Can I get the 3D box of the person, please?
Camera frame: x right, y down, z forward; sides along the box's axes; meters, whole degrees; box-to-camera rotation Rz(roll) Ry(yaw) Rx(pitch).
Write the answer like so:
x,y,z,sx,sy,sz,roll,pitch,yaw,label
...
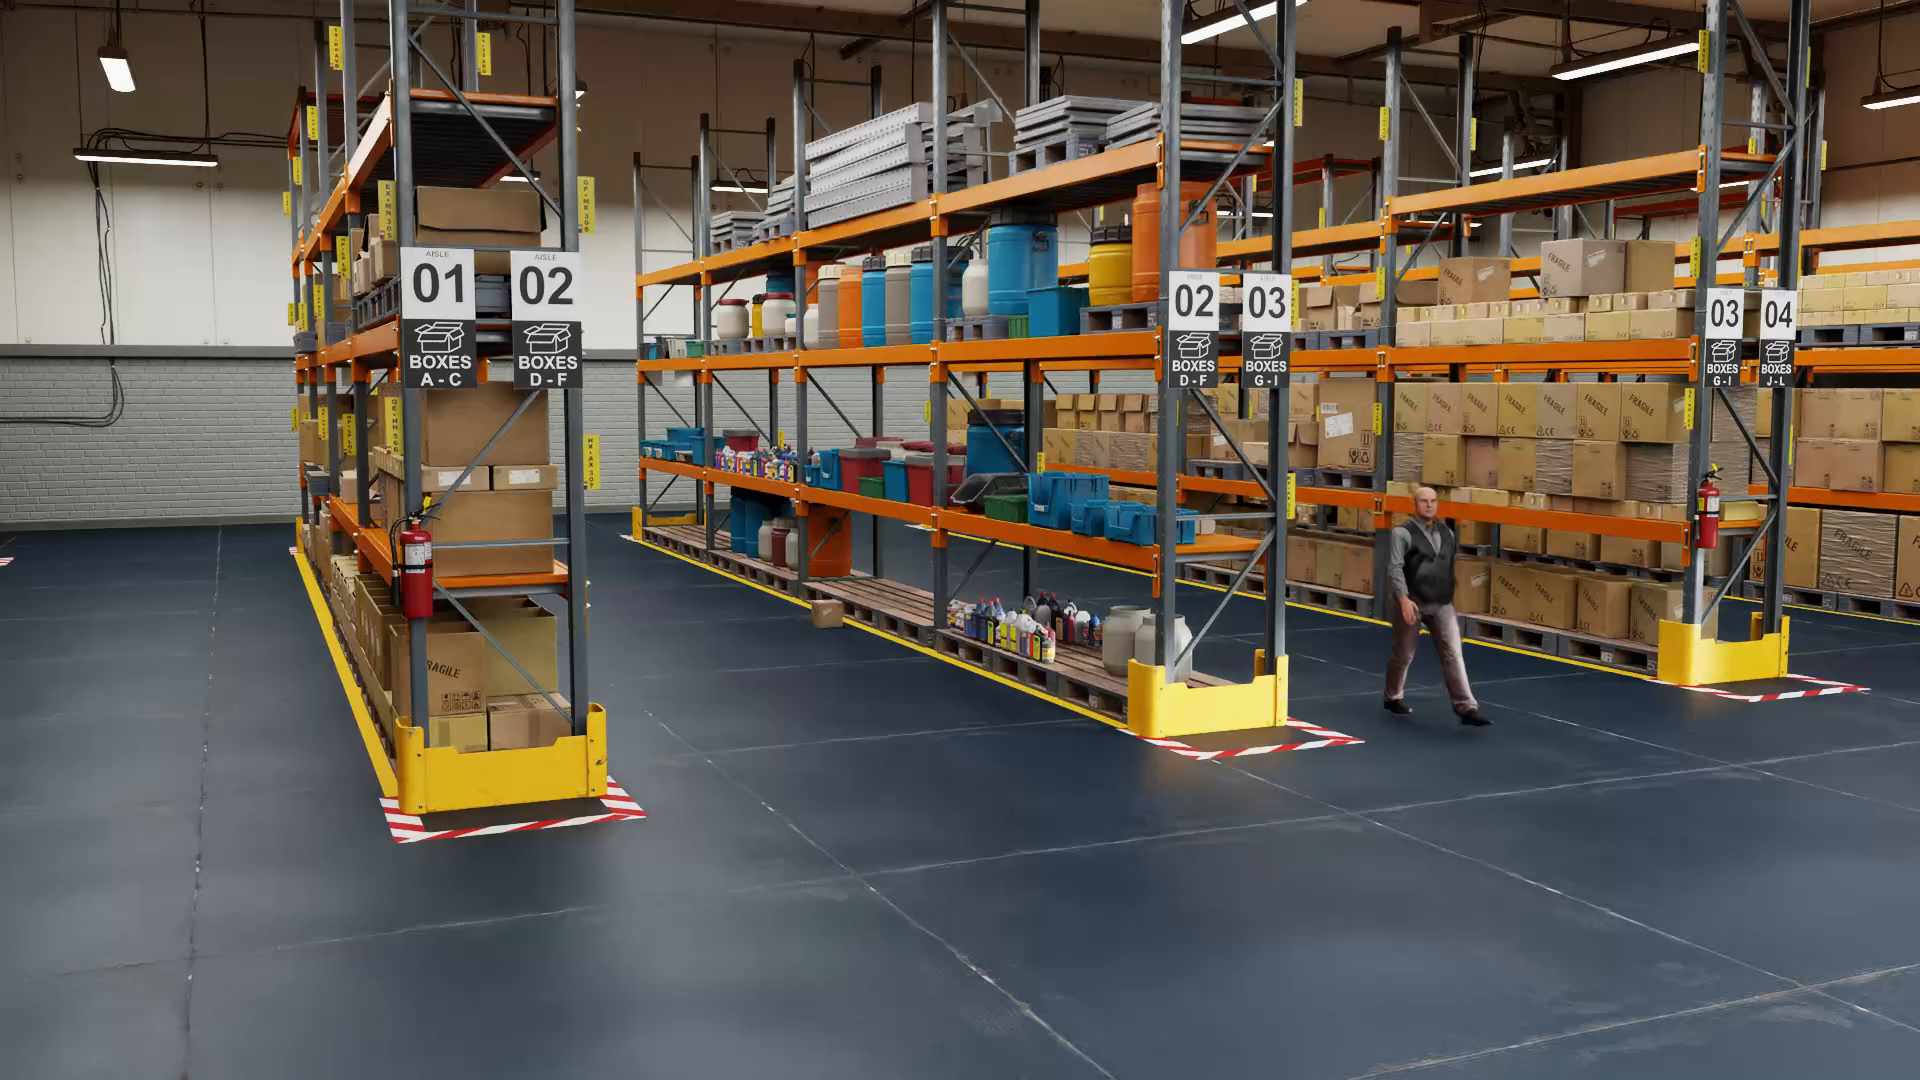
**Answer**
x,y,z,sx,sy,sz,roll,pitch,yaw,label
3.330,0.463,11.780,0.573,1.665,1.022,-1,5,-12,person
